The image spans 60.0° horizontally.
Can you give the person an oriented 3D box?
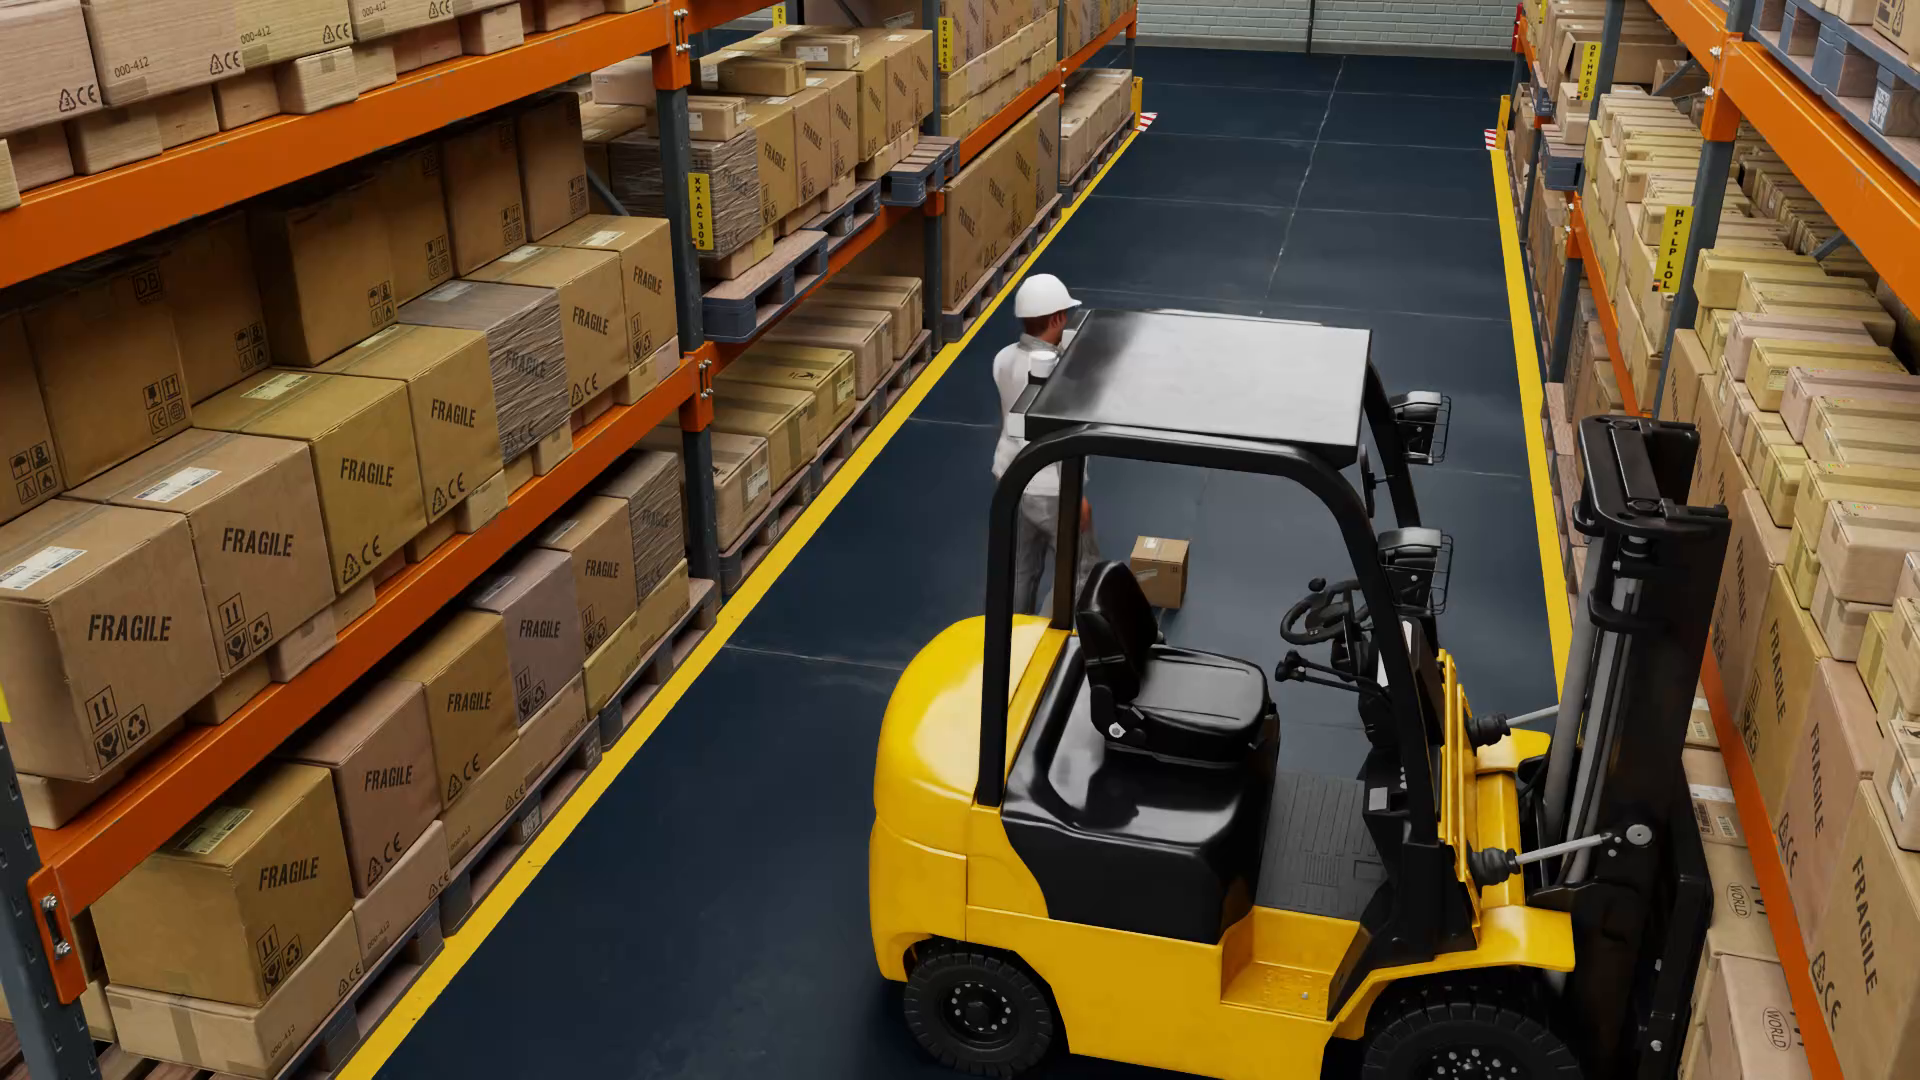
[{"bbox_3d":[0.351,-0.233,7.032,0.412,1.766,0.620,-13,28,-25],"label":"person"}]
